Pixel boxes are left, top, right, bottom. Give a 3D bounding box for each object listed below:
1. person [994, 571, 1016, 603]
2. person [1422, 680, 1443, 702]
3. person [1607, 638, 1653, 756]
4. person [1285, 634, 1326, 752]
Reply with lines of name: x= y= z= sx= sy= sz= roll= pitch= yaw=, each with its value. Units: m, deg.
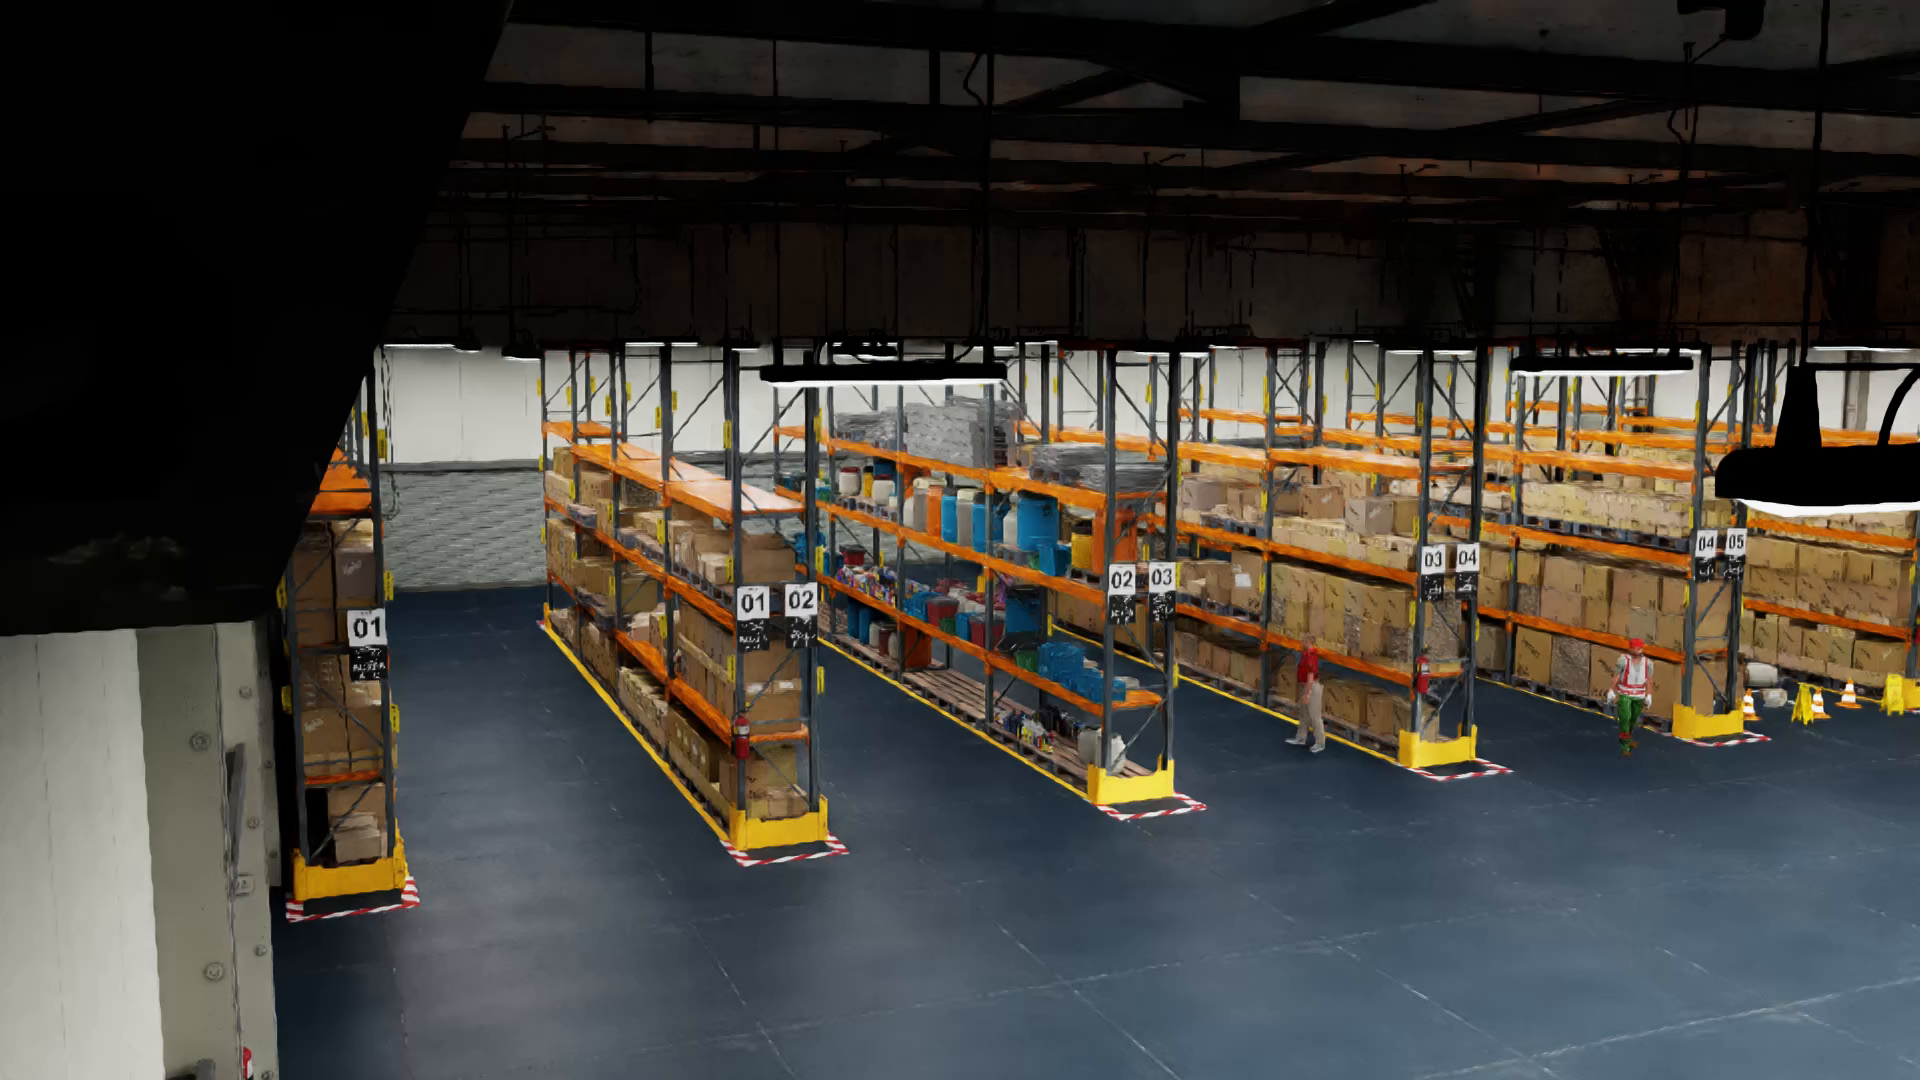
person: x=0.879 y=1.244 z=33.342 sx=0.566 sy=1.541 sz=0.519 roll=-3 pitch=8 yaw=-25
person: x=7.881 y=1.834 z=27.822 sx=0.600 sy=1.780 sz=0.447 roll=6 pitch=10 yaw=39
person: x=9.919 y=2.288 z=24.536 sx=0.593 sy=1.744 sz=0.964 roll=0 pitch=7 yaw=1
person: x=5.170 y=2.244 z=24.810 sx=0.580 sy=1.721 sz=0.655 roll=1 pitch=7 yaw=6
